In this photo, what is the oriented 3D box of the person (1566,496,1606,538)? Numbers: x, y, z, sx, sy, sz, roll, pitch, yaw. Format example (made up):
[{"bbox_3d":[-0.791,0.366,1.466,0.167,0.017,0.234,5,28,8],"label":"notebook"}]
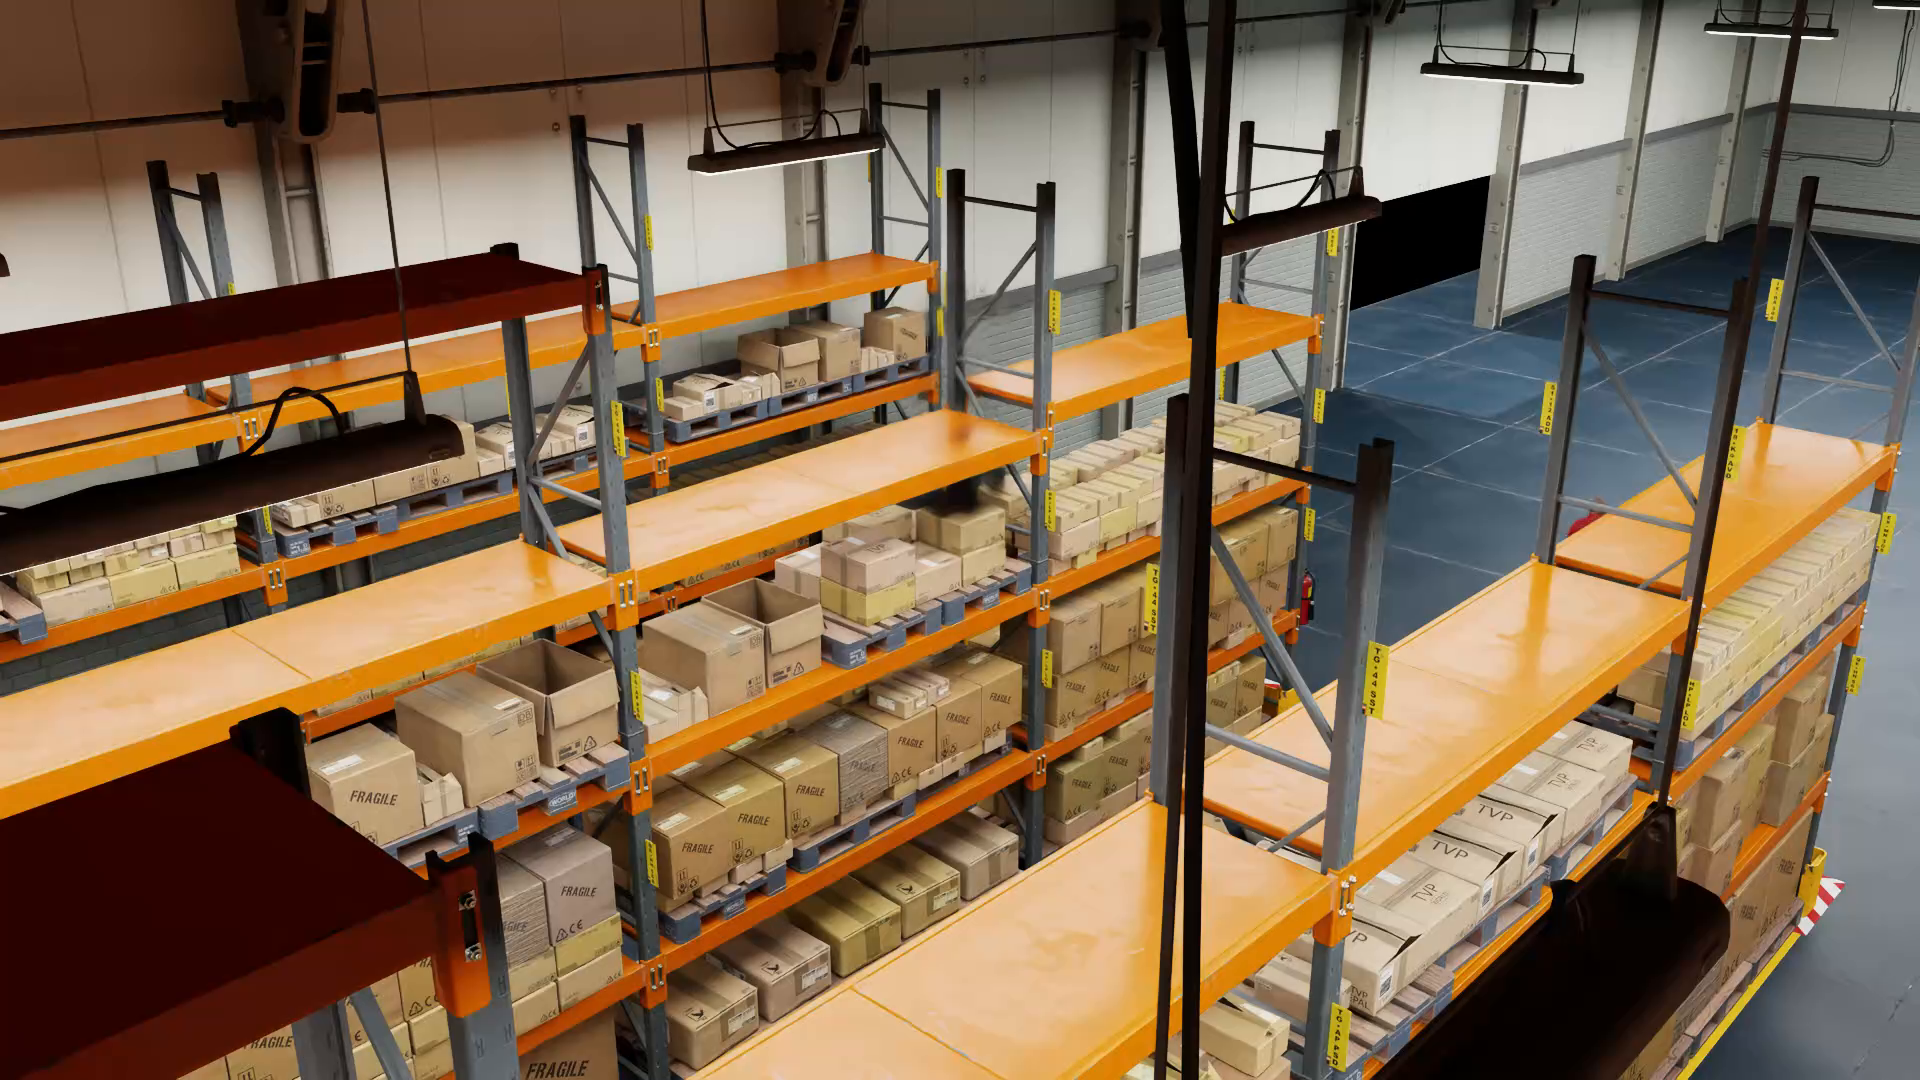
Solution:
[{"bbox_3d":[7.184,0.314,18.840,0.701,1.678,0.784,1,21,3],"label":"person"}]
